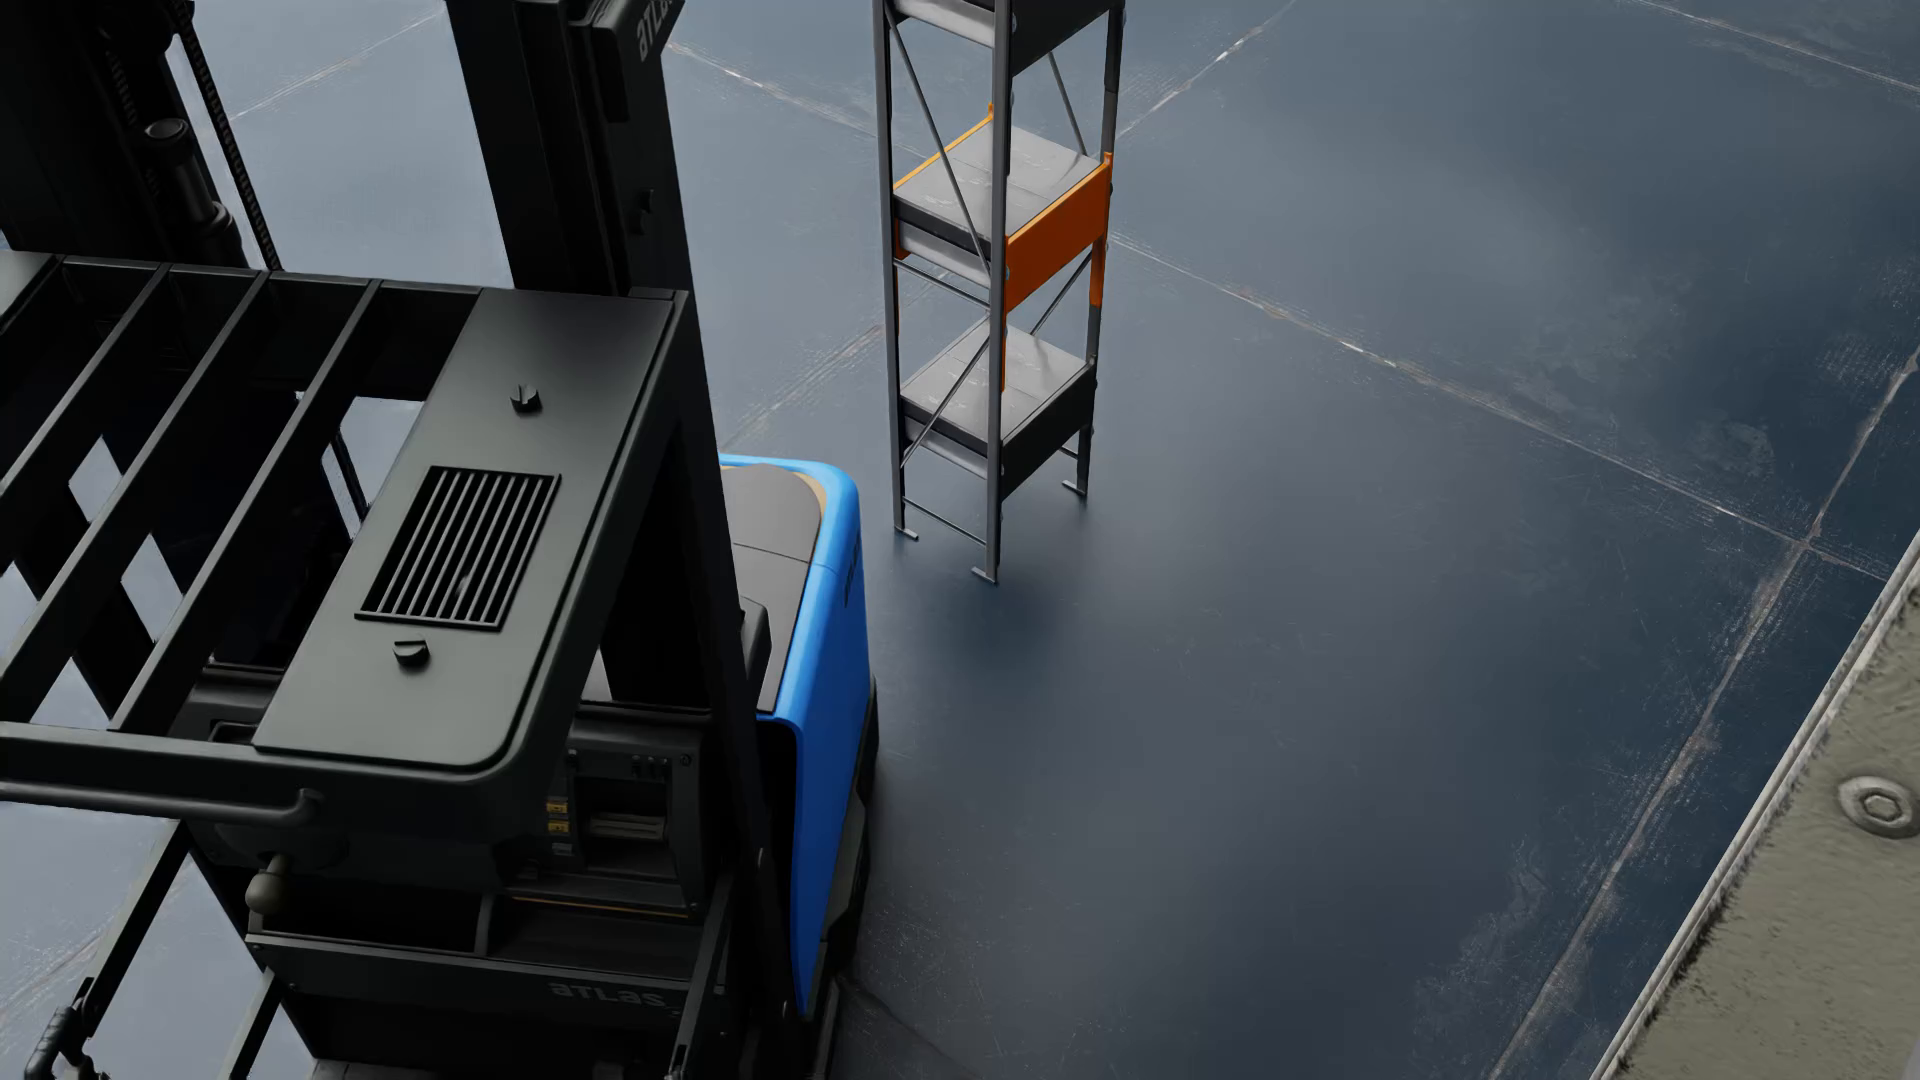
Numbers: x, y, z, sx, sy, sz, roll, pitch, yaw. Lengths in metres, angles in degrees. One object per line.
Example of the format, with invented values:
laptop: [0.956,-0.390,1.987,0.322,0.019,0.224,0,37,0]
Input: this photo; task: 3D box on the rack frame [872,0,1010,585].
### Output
rack frame: [-0.048,-0.680,4.448,0.400,2.100,0.015,29,53,25]

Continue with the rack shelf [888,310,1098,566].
rack shelf: [0.101,-0.327,5.097,0.431,0.518,0.480,29,53,25]

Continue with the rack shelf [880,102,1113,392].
rack shelf: [0.101,-0.811,4.591,0.431,0.518,0.480,29,53,25]

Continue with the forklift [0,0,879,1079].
forklift: [-0.915,0.566,2.682,1.130,2.935,3.031,5,47,5]

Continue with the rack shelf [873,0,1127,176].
rack shelf: [0.101,-1.294,4.085,0.431,0.518,0.480,29,53,25]

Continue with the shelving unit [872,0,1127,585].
shelving unit: [0.101,-0.820,4.581,0.431,2.100,0.503,29,53,25]

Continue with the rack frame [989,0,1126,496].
rack frame: [0.250,-0.960,4.715,0.400,2.100,0.015,29,53,25]
